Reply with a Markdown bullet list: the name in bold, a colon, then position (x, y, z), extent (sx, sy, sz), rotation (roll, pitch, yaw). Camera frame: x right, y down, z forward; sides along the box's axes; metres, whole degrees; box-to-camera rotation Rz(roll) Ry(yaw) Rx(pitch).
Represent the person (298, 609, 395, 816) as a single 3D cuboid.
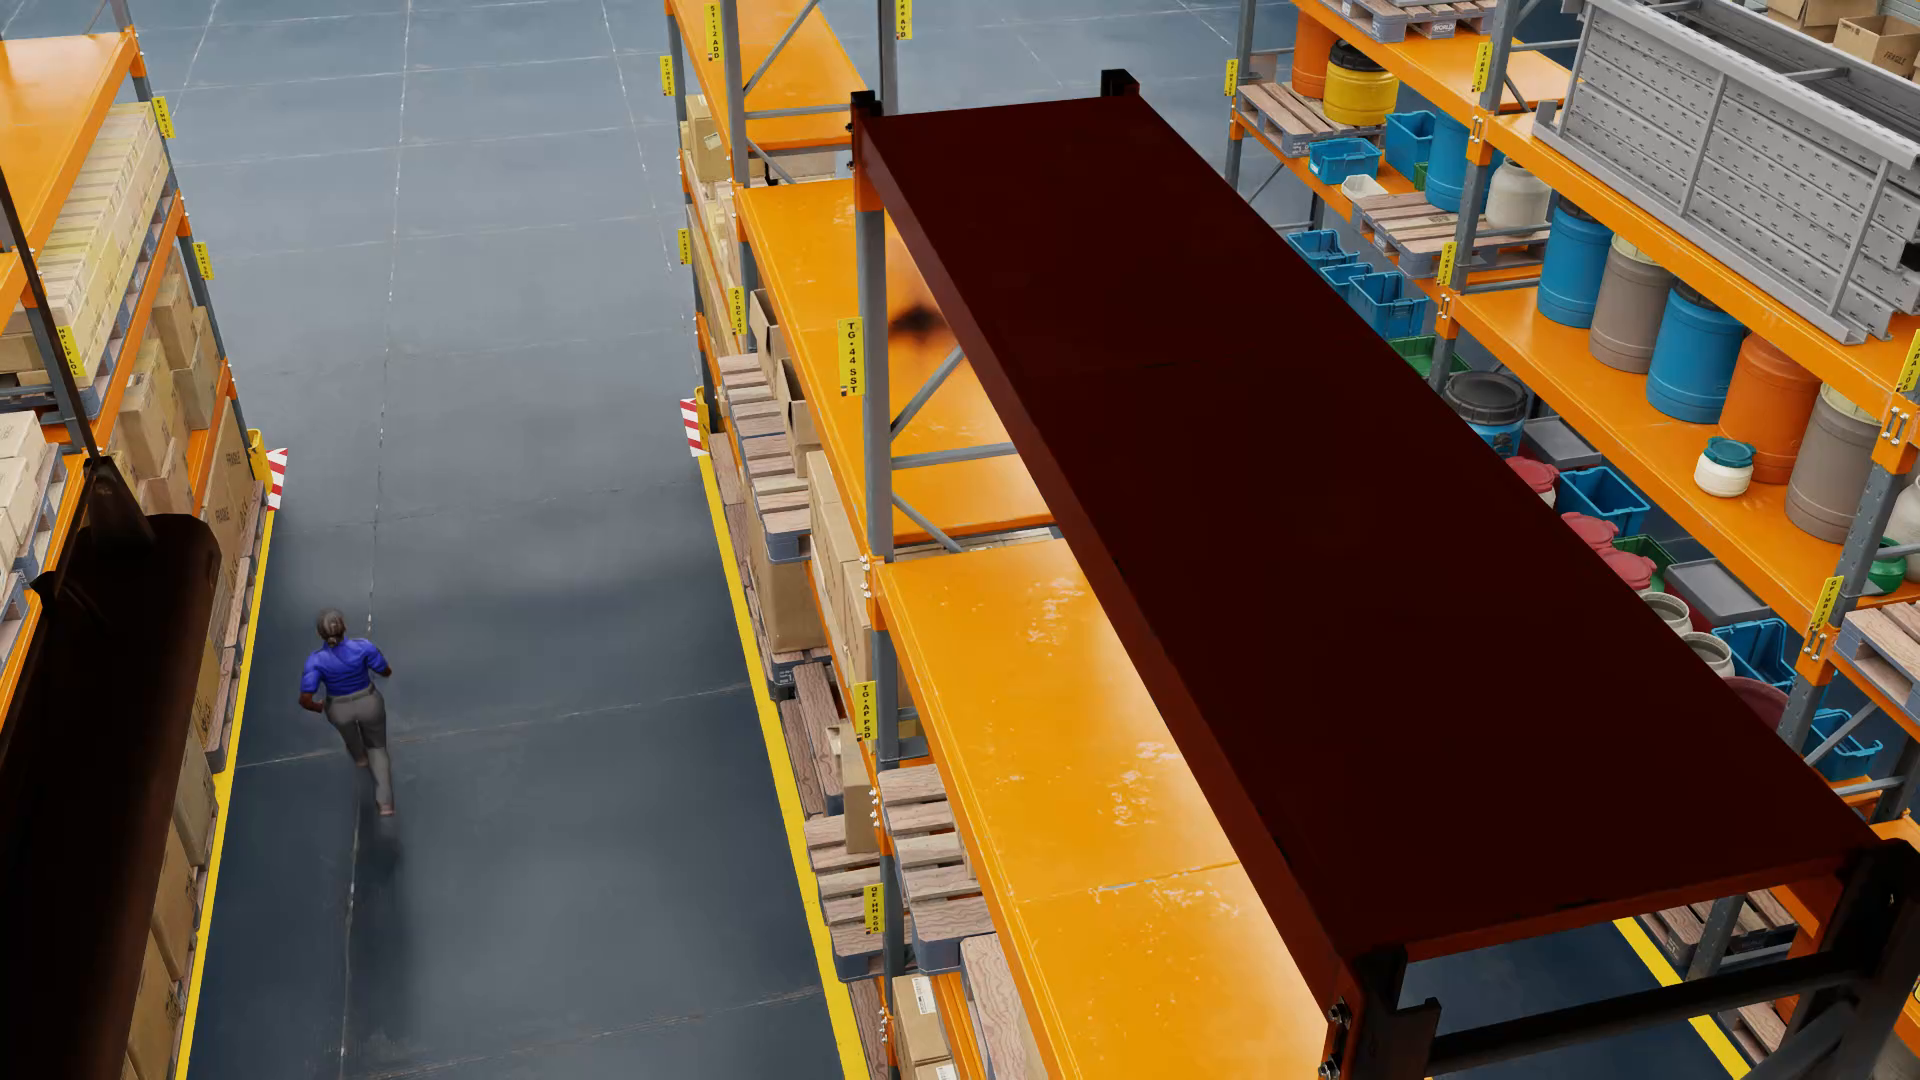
- **person**: position (-3.954, 1.088, 10.832), extent (0.578, 1.555, 0.870), rotation (-12, 36, -17)
